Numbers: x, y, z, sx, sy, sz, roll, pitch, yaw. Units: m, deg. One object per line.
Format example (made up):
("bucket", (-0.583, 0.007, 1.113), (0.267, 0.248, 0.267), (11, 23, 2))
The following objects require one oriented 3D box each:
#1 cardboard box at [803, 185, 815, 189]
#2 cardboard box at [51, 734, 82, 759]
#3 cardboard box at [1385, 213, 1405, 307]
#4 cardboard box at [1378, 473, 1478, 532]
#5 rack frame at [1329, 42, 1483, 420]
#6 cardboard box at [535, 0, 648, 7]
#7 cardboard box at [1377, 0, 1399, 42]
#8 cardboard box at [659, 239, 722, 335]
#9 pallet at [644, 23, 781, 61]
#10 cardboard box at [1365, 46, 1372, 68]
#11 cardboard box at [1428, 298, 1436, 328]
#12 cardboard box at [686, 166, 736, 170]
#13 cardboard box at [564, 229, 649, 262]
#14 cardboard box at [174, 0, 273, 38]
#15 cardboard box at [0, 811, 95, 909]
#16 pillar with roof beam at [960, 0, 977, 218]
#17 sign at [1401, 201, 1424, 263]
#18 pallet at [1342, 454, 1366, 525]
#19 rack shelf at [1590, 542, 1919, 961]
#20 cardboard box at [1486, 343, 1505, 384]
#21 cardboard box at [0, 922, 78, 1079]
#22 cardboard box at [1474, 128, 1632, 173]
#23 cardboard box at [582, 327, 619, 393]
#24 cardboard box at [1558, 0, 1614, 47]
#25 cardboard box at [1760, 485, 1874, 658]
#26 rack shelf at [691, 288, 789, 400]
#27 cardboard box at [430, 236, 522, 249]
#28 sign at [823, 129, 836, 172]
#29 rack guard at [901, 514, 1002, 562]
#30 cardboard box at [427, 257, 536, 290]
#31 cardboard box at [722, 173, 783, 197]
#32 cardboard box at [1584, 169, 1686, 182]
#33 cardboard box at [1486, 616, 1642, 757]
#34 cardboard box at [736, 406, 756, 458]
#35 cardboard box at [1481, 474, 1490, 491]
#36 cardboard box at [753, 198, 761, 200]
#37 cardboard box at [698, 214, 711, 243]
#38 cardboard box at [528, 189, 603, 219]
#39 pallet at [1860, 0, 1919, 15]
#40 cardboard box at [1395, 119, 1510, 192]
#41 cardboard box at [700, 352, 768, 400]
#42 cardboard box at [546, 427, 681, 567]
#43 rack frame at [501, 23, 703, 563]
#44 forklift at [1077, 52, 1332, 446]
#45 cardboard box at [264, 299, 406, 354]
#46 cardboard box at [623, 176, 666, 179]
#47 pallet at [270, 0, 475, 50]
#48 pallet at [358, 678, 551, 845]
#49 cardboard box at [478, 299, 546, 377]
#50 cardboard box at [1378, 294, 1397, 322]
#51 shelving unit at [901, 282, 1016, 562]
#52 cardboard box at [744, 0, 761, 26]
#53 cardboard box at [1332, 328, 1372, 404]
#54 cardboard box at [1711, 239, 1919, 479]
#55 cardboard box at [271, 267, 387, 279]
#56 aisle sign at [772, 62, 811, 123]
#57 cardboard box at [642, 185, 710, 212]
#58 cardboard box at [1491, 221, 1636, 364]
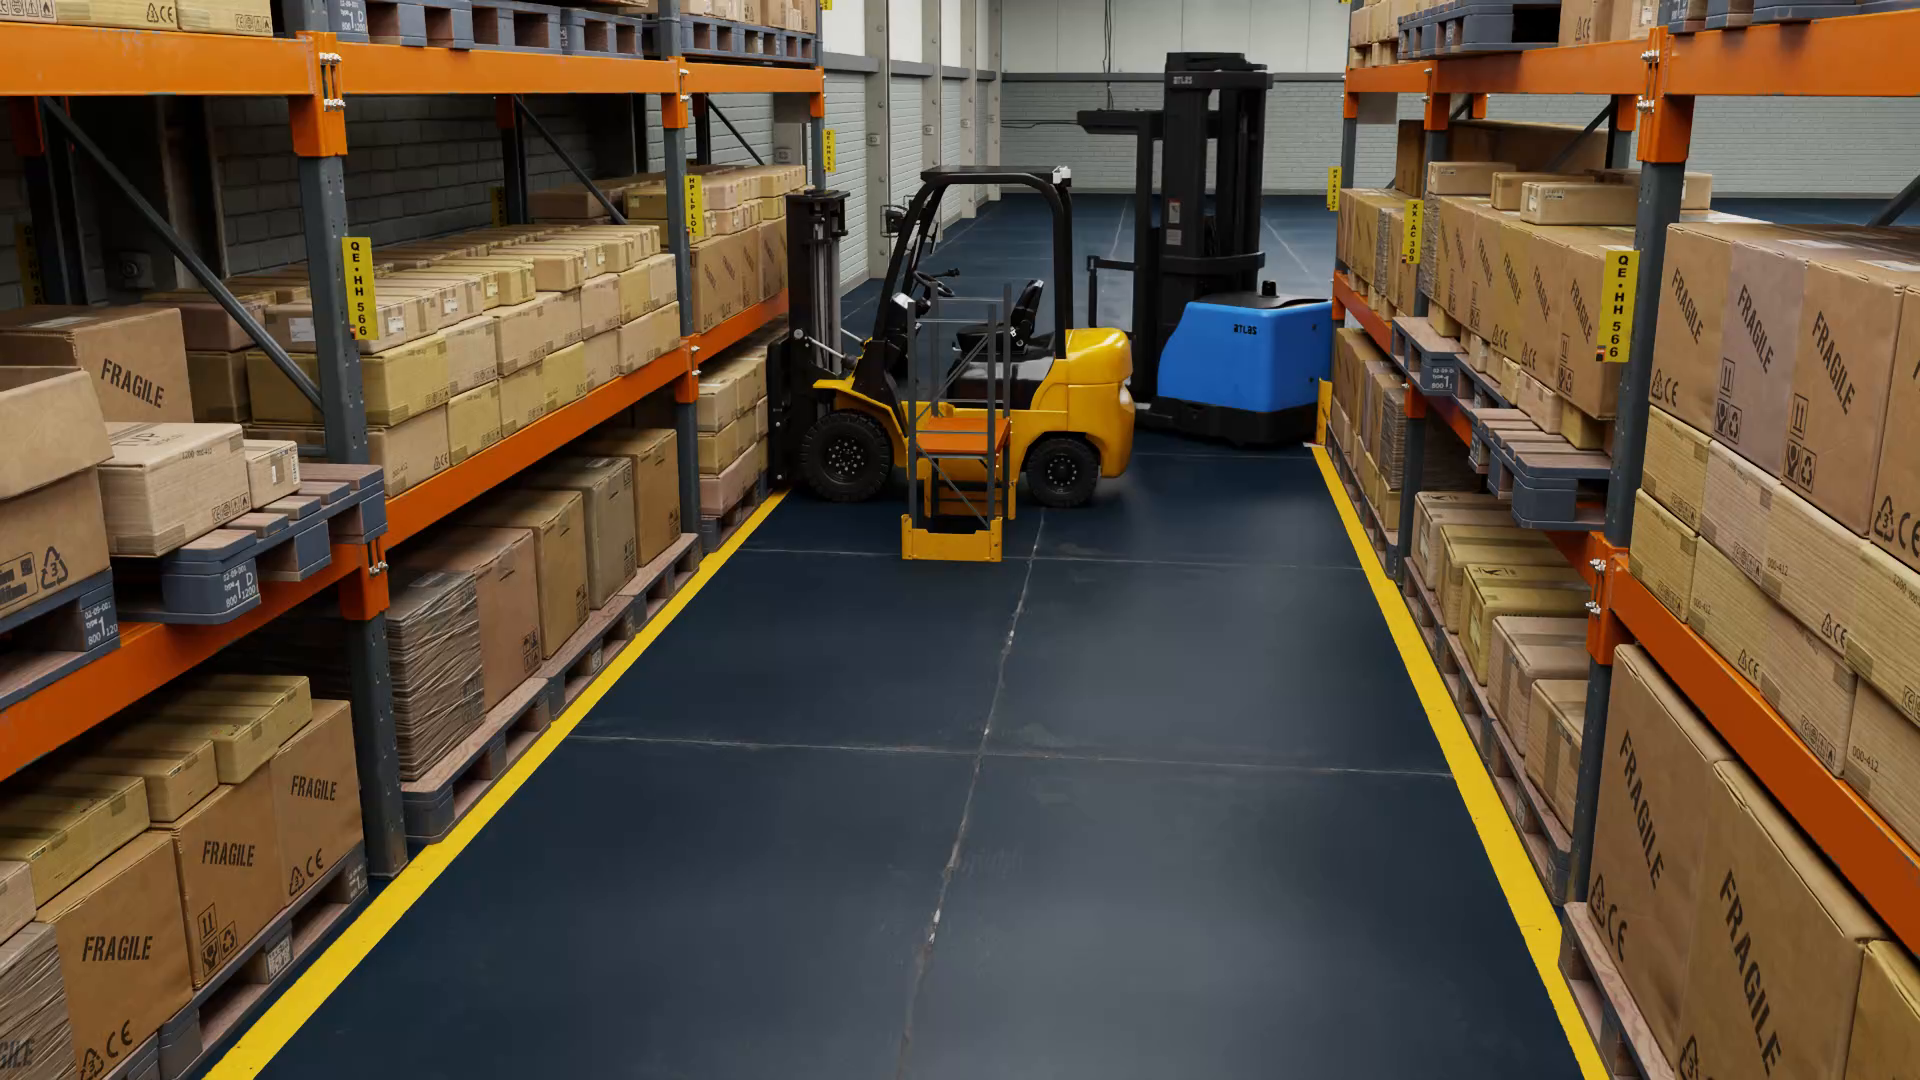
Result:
("cardboard box", (-1.318, -2.633, 12.719), (0.380, 0.149, 0.250), (2, 15, 7))
("cardboard box", (-2.885, 0.590, 4.975), (0.380, 0.149, 0.250), (2, 15, 8))
("cardboard box", (2.778, -1.635, 9.702), (0.500, 0.500, 0.500), (2, 15, 8))
("cardboard box", (2.724, -0.224, 9.707), (0.500, 0.250, 0.500), (2, 15, 9))
("rack frame", (3.375, -2.225, 12.643), (1.000, 3.000, 0.127), (2, 15, 6))
("cardboard box", (-1.848, -2.794, 8.175), (0.500, 0.311, 0.500), (1, 15, 4))
("cardboard box", (2.876, -3.224, 10.309), (0.500, 0.250, 0.500), (2, 15, 7))
("cardboard box", (-1.699, -1.488, 9.727), (0.500, 0.500, 0.500), (1, 15, 5))
("pallet", (-1.798, -3.275, 10.951), (1.003, 0.211, 1.213), (2, 15, 6))
("cardboard box", (3.011, -3.337, 11.489), (0.380, 0.149, 0.250), (2, 15, 8))
("cardboard box", (2.548, -1.135, 8.288), (0.380, 0.149, 0.250), (2, 15, 7))
("cardboard box", (-1.900, -2.727, 12.496), (0.380, 0.149, 0.250), (2, 15, 8))
("cardboard box", (-1.838, -1.531, 8.644), (0.380, 0.149, 0.250), (1, 15, 5))
("cardboard box", (-2.277, -1.530, 4.616), (0.500, 0.250, 0.500), (1, 15, 4))
("cardboard box", (-2.440, 0.802, 4.192), (0.380, 0.149, 0.250), (1, 15, 5))
("pillar with roof beam", (4.454, -11.210, 34.378), (9.100, 9.000, 0.400), (2, 15, 6))
("sign", (2.384, -1.619, 8.745), (0.100, 0.325, 0.005), (2, 15, 6))
("pallet", (3.100, -0.334, 10.992), (1.003, 0.211, 1.213), (2, 15, 6))
("rack shelf", (2.247, 0.716, 3.145), (1.077, 0.370, 4.000), (2, 15, 6))
("cardboard box", (2.372, -0.727, 6.782), (0.380, 0.149, 0.250), (1, 15, 4))
("cardboard box", (-2.457, 1.225, 3.868), (0.500, 0.500, 0.500), (1, 15, 4))
("cardboard box", (3.189, -1.970, 9.022), (0.700, 0.500, 0.500), (2, 15, 6))
("cardboard box", (-1.943, -0.863, 7.895), (0.500, 0.250, 0.500), (2, 15, 7))
("cardboard box", (2.616, -2.044, 6.031), (0.797, 0.503, 0.637), (2, 15, 6))
("cardboard box", (2.042, 0.068, 3.492), (0.500, 0.250, 0.500), (2, 15, 6))
("rack shelf", (-1.783, -1.504, 11.356), (1.077, 0.370, 4.000), (2, 15, 6))
("cardboard box", (-2.381, -1.409, 8.193), (0.380, 0.149, 0.250), (2, 15, 6))
("sign", (-1.020, -3.024, 12.925), (0.100, 0.325, 0.005), (2, 15, 6))
("rack guard", (-0.048, -0.011, 9.725), (0.587, 0.250, 0.087), (2, 15, 6))
("cardboard box", (-2.063, -1.136, 7.182), (0.380, 0.149, 0.250), (2, 15, 6))
("cardboard box", (-1.433, -2.442, 11.442), (0.380, 0.149, 0.250), (2, 15, 7))
("cardboard box", (3.031, -1.589, 7.485), (0.380, 0.149, 0.250), (1, 15, 5))
("cardboard box", (2.621, 0.578, 6.507), (0.950, 0.372, 0.625), (1, 15, 5))
("cardboard box", (-1.592, -0.696, 10.496), (0.500, 0.250, 0.500), (2, 15, 6))
("cardboard box", (3.259, -0.570, 9.549), (0.500, 0.500, 0.500), (2, 15, 9))
("cardboard box", (-1.556, -2.238, 11.256), (0.380, 0.149, 0.250), (2, 15, 6))
("cardboard box", (-1.684, -1.836, 9.771), (0.380, 0.149, 0.250), (2, 15, 8))
("cardboard box", (-2.273, -1.929, 9.546), (0.380, 0.149, 0.250), (2, 15, 6))
("pallet", (2.329, -1.048, 2.906), (1.003, 0.211, 1.213), (2, 15, 9))
("cardboard box", (3.535, -2.760, 11.947), (0.700, 0.500, 0.500), (1, 15, 5))
("cardboard box", (-1.530, -1.068, 10.915), (0.500, 0.250, 0.500), (2, 15, 8))
("cardboard box", (-2.056, -0.253, 9.097), (0.875, 0.625, 0.625), (2, 15, 9))
("rack frame", (-2.009, -1.332, 9.343), (1.000, 3.000, 0.127), (2, 15, 6))
("forklift", (1.621, -2.443, 13.582), (1.130, 2.935, 3.031), (-14, 21, -42))
("cardboard box", (-2.131, -0.730, 5.683), (0.380, 0.149, 0.250), (2, 15, 8))
("cardboard box", (-2.037, -2.325, 11.010), (0.380, 0.149, 0.250), (2, 15, 8))
("pallet", (-2.472, -1.831, 5.800), (1.213, 0.211, 1.003), (2, 15, 9))
("pallet", (-2.328, 0.839, 6.656), (1.003, 0.211, 1.213), (2, 15, 6))
("cardboard box", (-2.032, -0.837, 6.840), (0.500, 0.250, 0.500), (1, 15, 5))
("cardboard box", (2.769, -1.422, 10.155), (0.380, 0.149, 0.250), (1, 15, 5))
("shelving unit", (0.009, -0.744, 10.039), (0.587, 1.500, 1.083), (2, 15, 6))
("cardboard box", (-1.684, -3.583, 10.727), (0.797, 0.503, 0.637), (2, 15, 8))
("cardboard box", (3.007, -1.255, 12.083), (0.500, 0.500, 0.500), (1, 15, 4))
("cardboard box", (2.128, -0.431, 3.903), (0.500, 0.500, 0.500), (2, 15, 6))
("cardboard box", (-2.551, -1.014, 6.733), (0.380, 0.149, 0.250), (2, 15, 6))
("aisle sign", (-1.258, -3.633, 12.872), (0.394, 0.787, 0.004), (2, 15, 6))
("cardboard box", (-1.718, -2.048, 9.986), (0.380, 0.149, 0.250), (1, 15, 5))
("cardboard box", (2.351, -0.936, 6.310), (0.500, 0.500, 0.500), (1, 15, 2))
